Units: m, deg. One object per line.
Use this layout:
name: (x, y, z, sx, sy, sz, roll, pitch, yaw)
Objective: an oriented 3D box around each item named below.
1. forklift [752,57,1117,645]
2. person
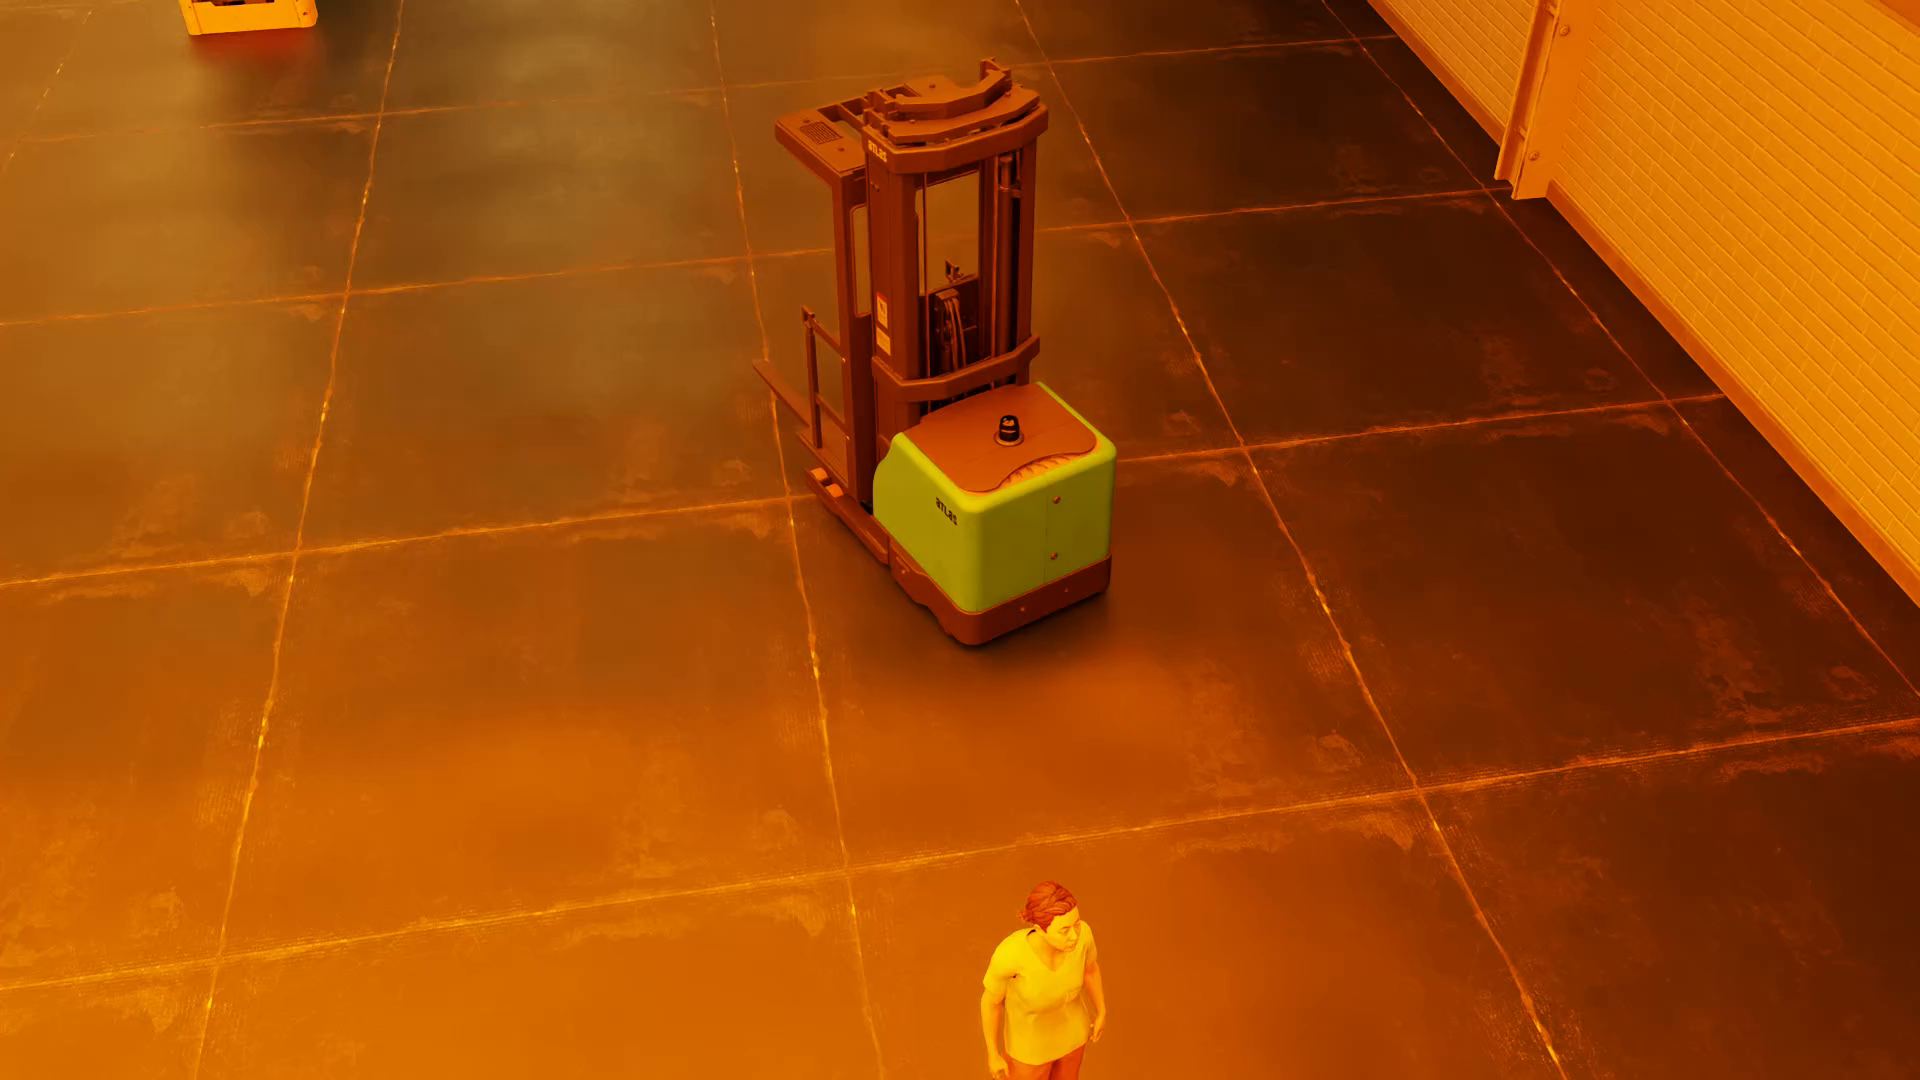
forklift: (-0.325, -1.450, 9.663, 1.130, 2.935, 3.031, -22, 45, -24)
person: (0.364, 2.013, 6.547, 0.553, 1.674, 0.548, -18, 44, -20)
